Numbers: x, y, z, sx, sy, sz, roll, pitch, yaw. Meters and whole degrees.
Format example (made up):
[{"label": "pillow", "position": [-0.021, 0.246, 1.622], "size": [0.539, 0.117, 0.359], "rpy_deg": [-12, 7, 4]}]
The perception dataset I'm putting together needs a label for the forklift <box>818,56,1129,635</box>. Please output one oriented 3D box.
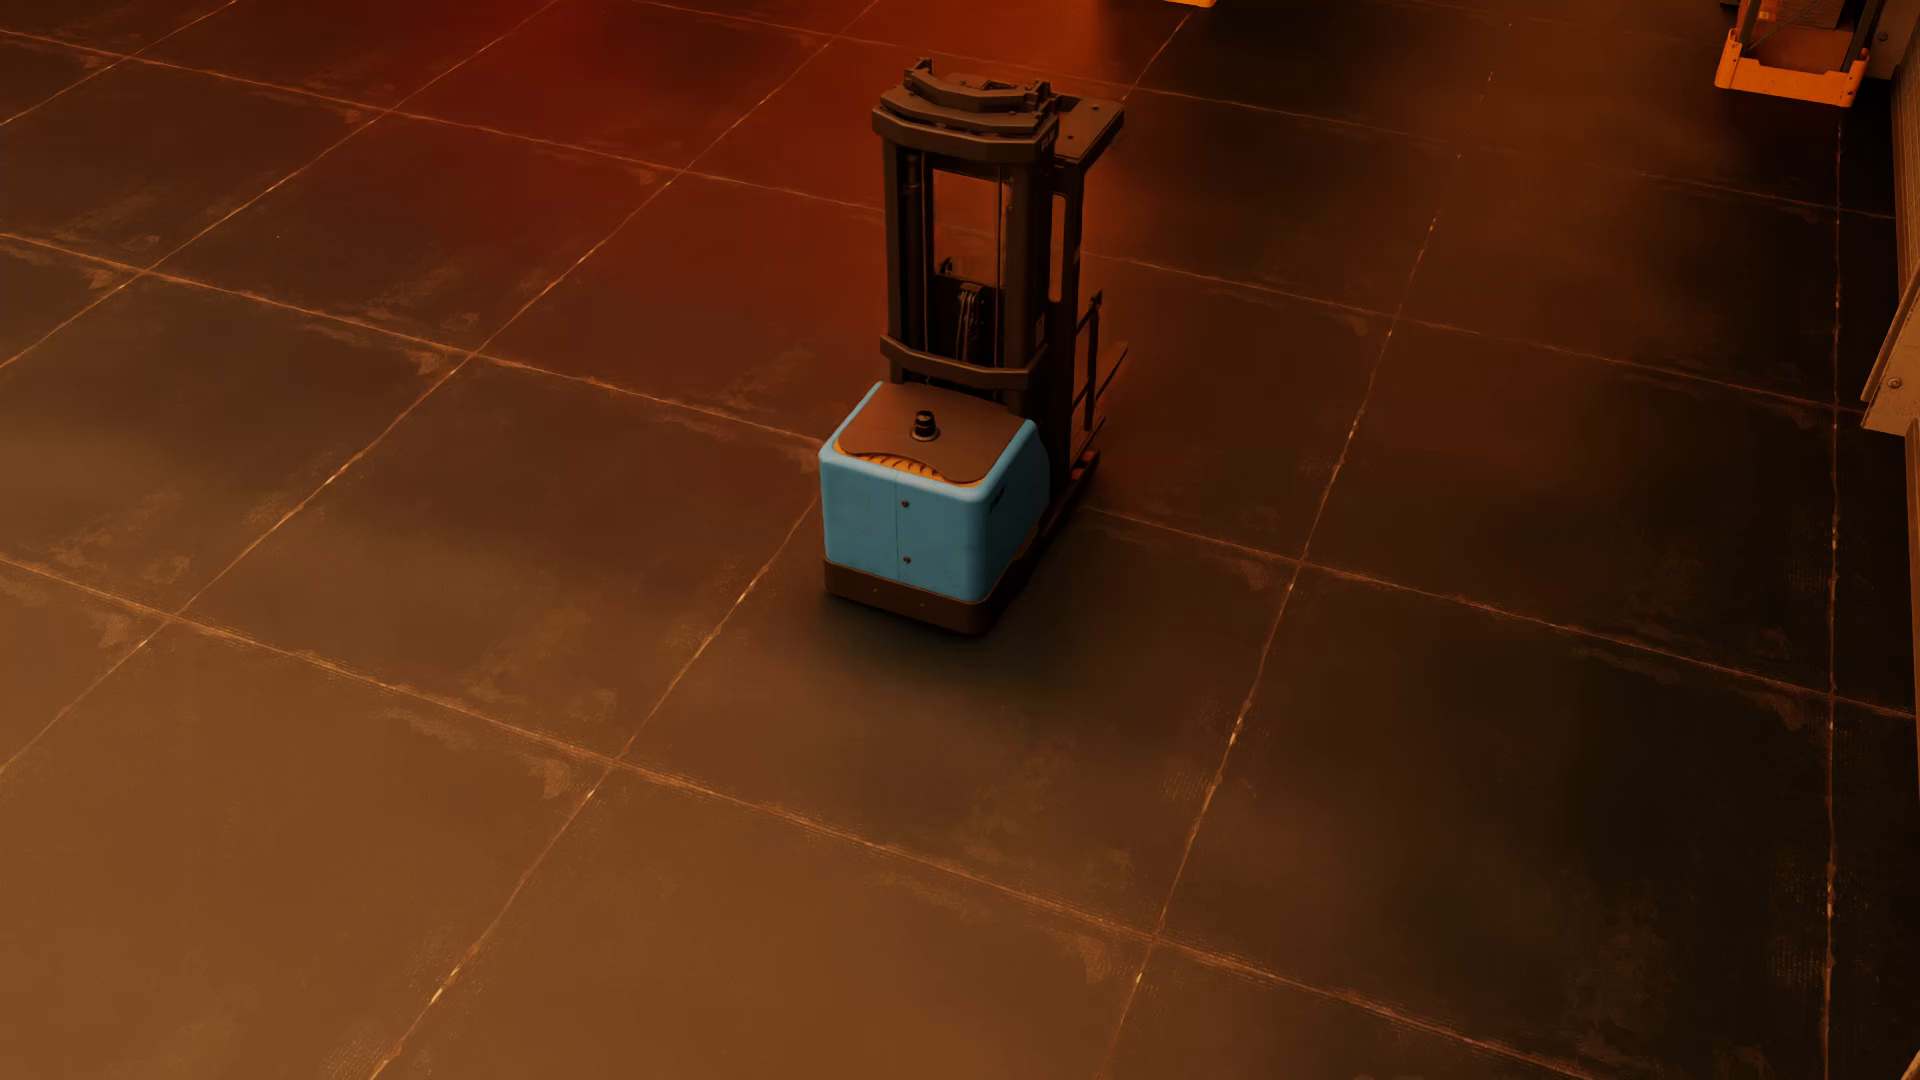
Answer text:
[{"label": "forklift", "position": [0.255, -1.528, 9.832], "size": [1.130, 2.935, 3.031], "rpy_deg": [16, 42, 18]}]
